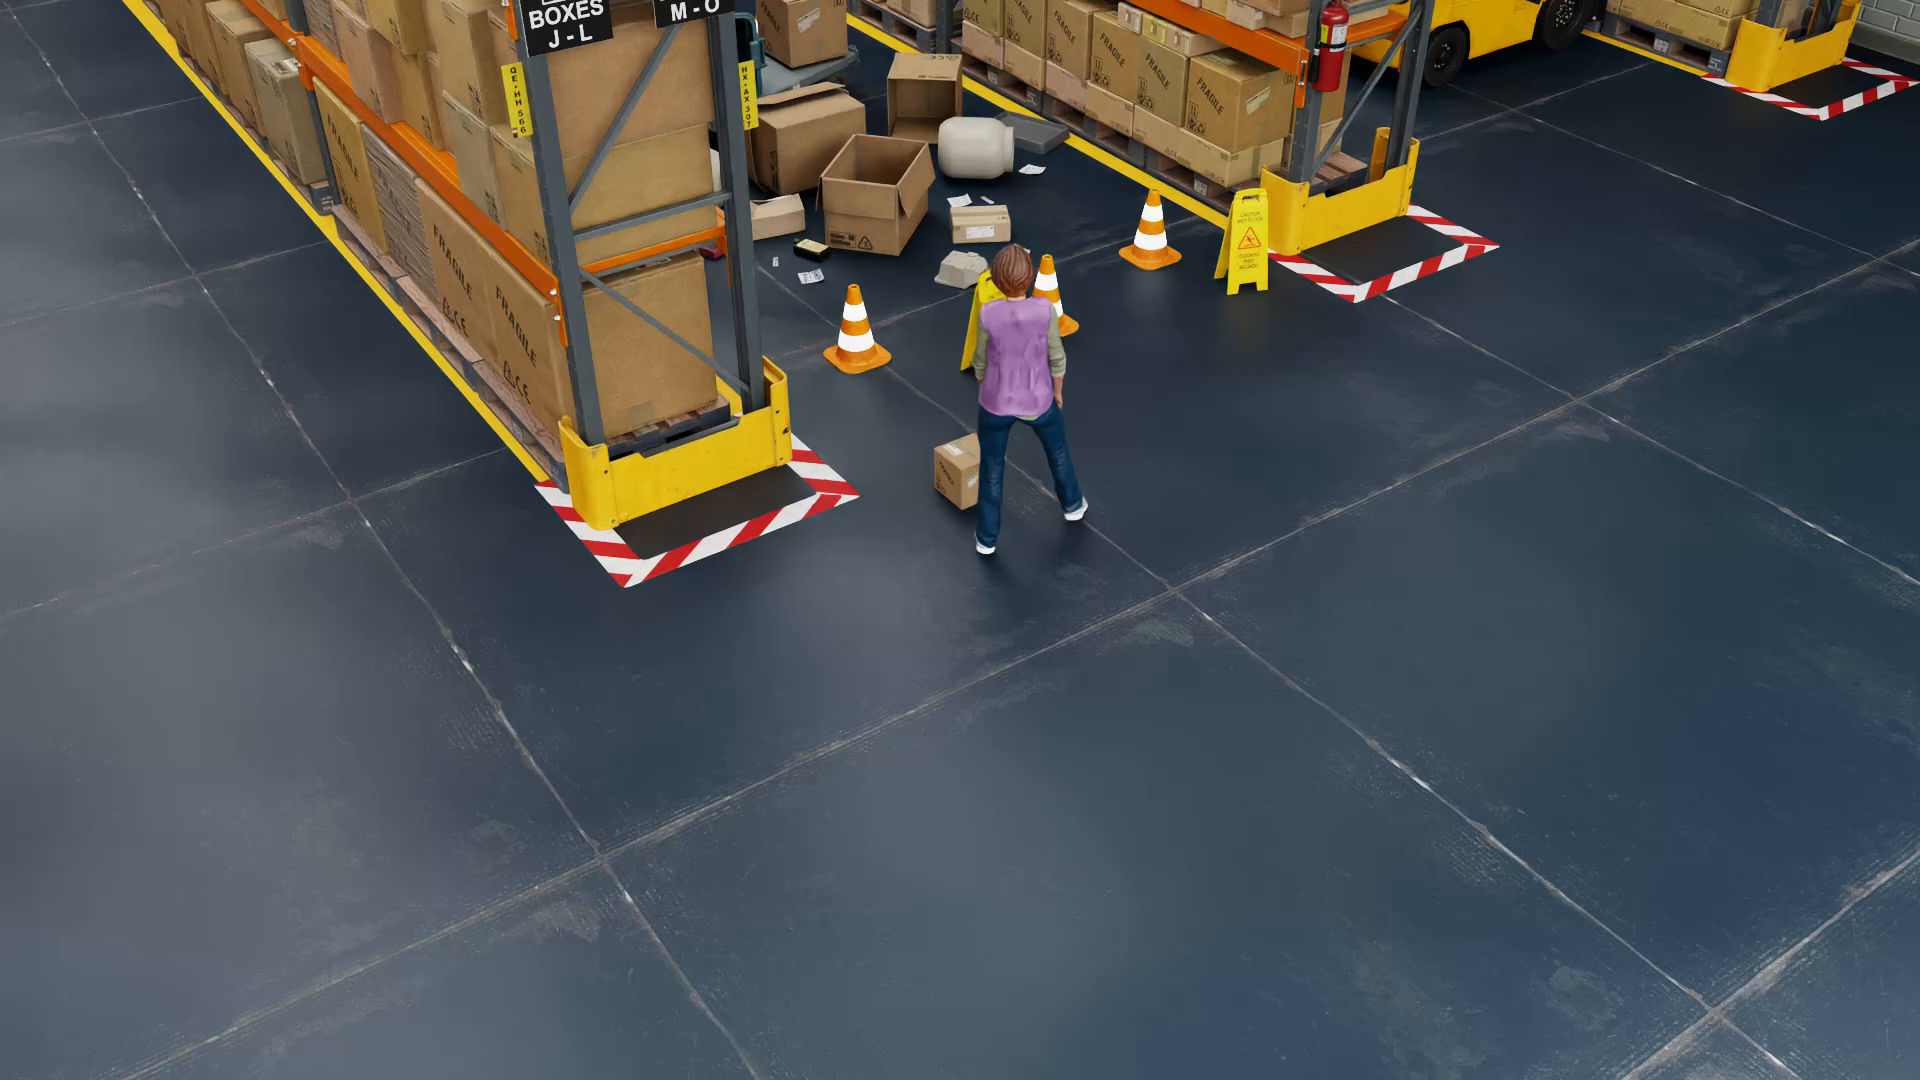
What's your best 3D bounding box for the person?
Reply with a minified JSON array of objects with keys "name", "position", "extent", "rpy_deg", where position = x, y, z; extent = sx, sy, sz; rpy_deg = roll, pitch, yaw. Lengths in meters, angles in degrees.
[{"name":"person","position":[0.358,-0.687,7.902],"extent":[0.609,1.590,0.466],"rpy_deg":[-3,37,-4]}]
